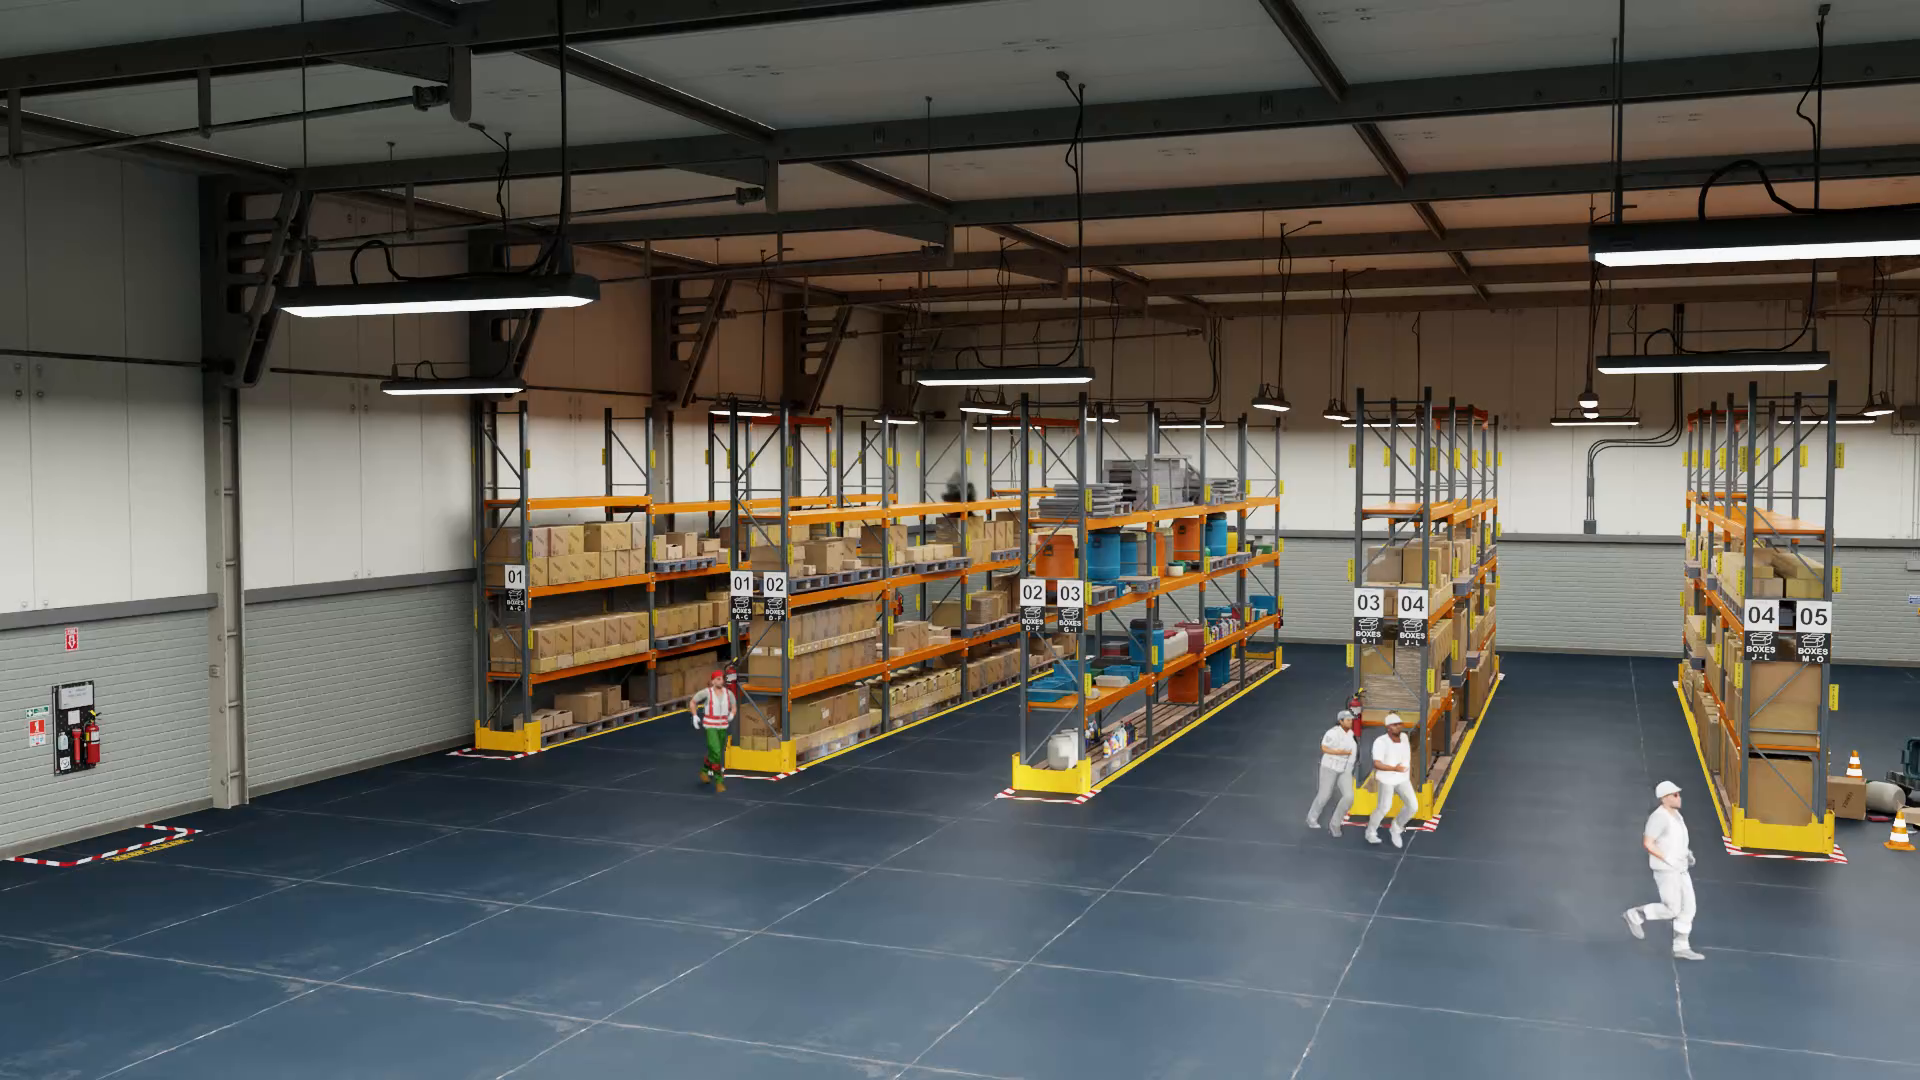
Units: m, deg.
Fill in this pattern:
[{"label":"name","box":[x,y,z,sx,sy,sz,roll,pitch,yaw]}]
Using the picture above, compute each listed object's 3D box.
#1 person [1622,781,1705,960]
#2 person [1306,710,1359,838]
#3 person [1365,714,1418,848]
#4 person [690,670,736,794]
[{"label":"person","box":[7.106,3.303,16.732,0.658,1.757,0.806,-3,4,-44]},{"label":"person","box":[5.060,3.117,22.244,0.635,1.692,0.694,-1,3,-21]},{"label":"person","box":[5.568,3.078,21.294,0.717,1.732,0.844,-1,3,-21]},{"label":"person","box":[-3.705,2.876,25.270,0.680,1.813,0.898,-2,4,-38]}]
